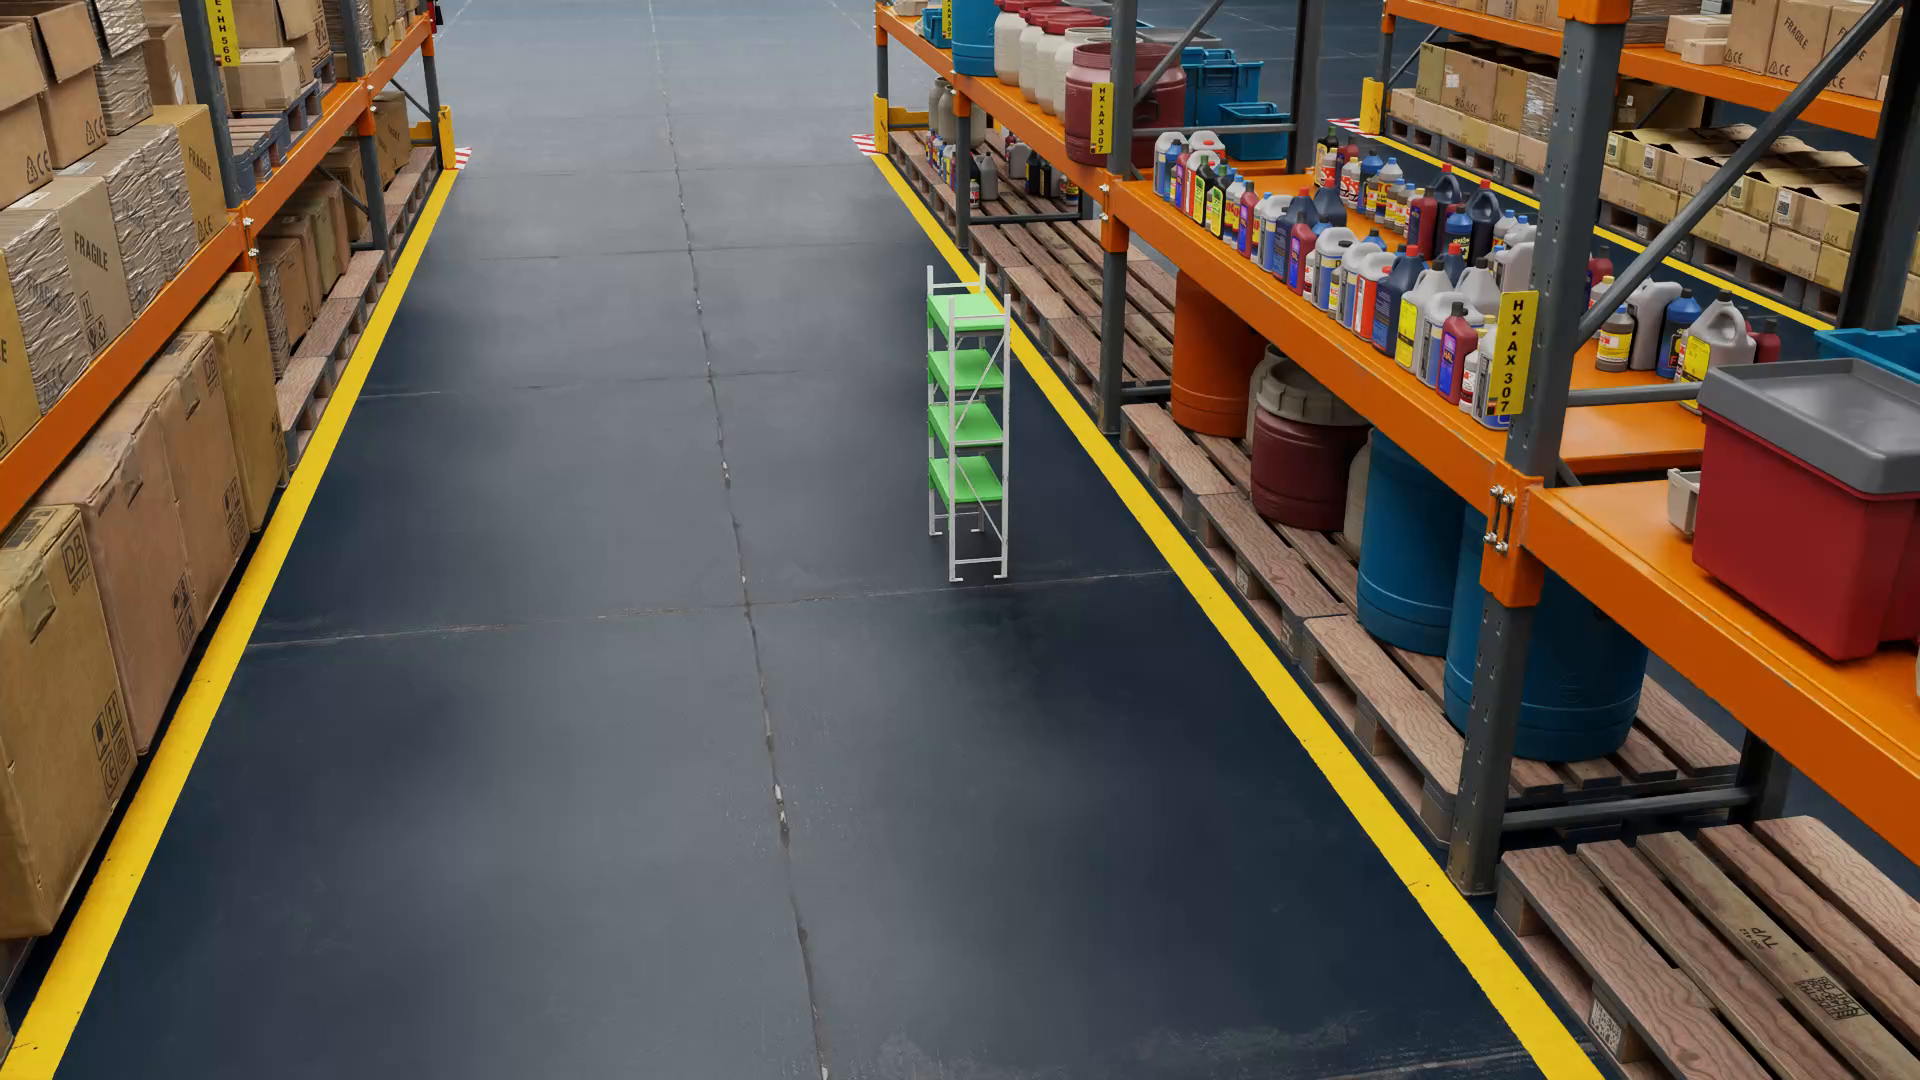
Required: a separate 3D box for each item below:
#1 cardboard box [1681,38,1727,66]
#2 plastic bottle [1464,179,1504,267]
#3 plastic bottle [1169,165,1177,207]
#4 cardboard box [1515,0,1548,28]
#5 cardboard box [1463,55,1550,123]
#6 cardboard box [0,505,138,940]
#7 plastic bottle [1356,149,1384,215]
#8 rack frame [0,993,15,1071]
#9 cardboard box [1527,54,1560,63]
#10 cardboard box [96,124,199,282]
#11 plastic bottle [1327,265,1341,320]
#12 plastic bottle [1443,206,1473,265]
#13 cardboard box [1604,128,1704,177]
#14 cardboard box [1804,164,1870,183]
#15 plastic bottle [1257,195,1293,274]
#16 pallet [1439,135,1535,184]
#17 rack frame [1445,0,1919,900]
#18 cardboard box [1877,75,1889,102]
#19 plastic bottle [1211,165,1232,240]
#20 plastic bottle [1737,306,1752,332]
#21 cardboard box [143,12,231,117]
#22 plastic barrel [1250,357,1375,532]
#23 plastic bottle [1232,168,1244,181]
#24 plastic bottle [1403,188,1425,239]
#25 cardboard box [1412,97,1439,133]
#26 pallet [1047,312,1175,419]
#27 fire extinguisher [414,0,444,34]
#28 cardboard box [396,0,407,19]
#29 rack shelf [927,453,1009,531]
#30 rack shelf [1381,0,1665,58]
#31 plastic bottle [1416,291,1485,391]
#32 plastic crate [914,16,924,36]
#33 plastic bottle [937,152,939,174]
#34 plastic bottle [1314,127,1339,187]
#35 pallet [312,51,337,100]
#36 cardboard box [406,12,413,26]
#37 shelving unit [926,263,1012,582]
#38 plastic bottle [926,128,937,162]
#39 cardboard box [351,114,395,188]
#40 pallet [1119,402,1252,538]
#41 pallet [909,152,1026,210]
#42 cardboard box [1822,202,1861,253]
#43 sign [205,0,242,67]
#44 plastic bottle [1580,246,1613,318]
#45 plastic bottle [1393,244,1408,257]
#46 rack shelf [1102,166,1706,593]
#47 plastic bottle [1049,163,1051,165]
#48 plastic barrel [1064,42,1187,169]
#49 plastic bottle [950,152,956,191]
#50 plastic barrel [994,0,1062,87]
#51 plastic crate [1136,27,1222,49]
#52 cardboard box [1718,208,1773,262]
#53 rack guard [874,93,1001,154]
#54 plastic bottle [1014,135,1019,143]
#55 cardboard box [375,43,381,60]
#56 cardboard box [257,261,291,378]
[{"bbox_3d":[5.302,-3.421,11.648,0.380,0.149,0.250,-4,24,-10],"label":"cardboard box"},{"bbox_3d":[1.963,-1.170,6.243,0.144,0.351,0.185,-4,24,-10],"label":"plastic bottle"},{"bbox_3d":[0.985,-1.590,7.390,0.097,0.201,0.097,0,24,0],"label":"plastic bottle"},{"bbox_3d":[5.058,-4.524,13.735,0.700,0.500,0.500,-4,24,-9],"label":"cardboard box"},{"bbox_3d":[4.754,-3.931,14.477,0.500,0.500,0.500,-4,24,-10],"label":"cardboard box"},{"bbox_3d":[-3.056,0.510,4.464,1.225,0.875,0.875,-4,24,-10],"label":"cardboard box"},{"bbox_3d":[1.786,-1.560,7.235,0.097,0.271,0.097,0,24,0],"label":"plastic bottle"},{"bbox_3d":[-2.918,-0.021,3.550,1.000,3.000,0.127,-4,24,-10],"label":"rack frame"},{"bbox_3d":[5.281,-3.971,14.568,0.500,0.500,0.500,-4,24,-10],"label":"cardboard box"},{"bbox_3d":[-3.237,-1.268,6.280,0.500,0.500,0.500,-5,24,-10],"label":"cardboard box"},{"bbox_3d":[1.325,-0.866,5.734,0.097,0.201,0.097,0,24,0],"label":"plastic bottle"},{"bbox_3d":[1.852,-1.108,6.199,0.097,0.271,0.097,0,24,0],"label":"plastic bottle"},{"bbox_3d":[5.170,-2.908,12.370,0.500,0.311,0.500,-4,24,-10],"label":"cardboard box"},{"bbox_3d":[5.977,-2.352,11.098,0.500,0.311,0.500,-5,24,-10],"label":"cardboard box"},{"bbox_3d":[1.229,-1.164,6.323,0.152,0.276,0.135,-4,24,-10],"label":"plastic bottle"},{"bbox_3d":[5.004,-3.418,14.813,1.003,0.211,1.213,-4,24,-10],"label":"pallet"},{"bbox_3d":[1.949,-0.388,4.389,1.000,3.000,0.127,-4,24,-10],"label":"rack frame"},{"bbox_3d":[5.787,-2.708,10.017,0.380,0.149,0.250,-3,24,-6],"label":"cardboard box"},{"bbox_3d":[1.080,-1.384,6.818,0.061,0.283,0.133,-4,24,-10],"label":"plastic bottle"},{"bbox_3d":[2.276,-0.562,4.936,0.061,0.283,0.133,-4,24,-10],"label":"plastic bottle"},{"bbox_3d":[-3.998,-2.254,8.014,0.700,0.500,0.500,-1,24,-2],"label":"cardboard box"},{"bbox_3d":[1.526,-0.413,6.936,0.600,0.588,0.708,-4,24,-10],"label":"plastic barrel"},{"bbox_3d":[1.177,-1.510,7.208,0.097,0.201,0.097,0,24,0],"label":"plastic bottle"},{"bbox_3d":[1.876,-1.337,6.811,0.097,0.201,0.097,0,24,0],"label":"plastic bottle"},{"bbox_3d":[4.576,-3.981,15.529,0.500,0.250,0.500,-4,24,-10],"label":"cardboard box"},{"bbox_3d":[1.105,-0.991,9.254,1.003,0.211,1.213,-4,24,-10],"label":"pallet"},{"bbox_3d":[-4.705,-4.785,14.554,0.296,0.674,0.183,-4,24,-10],"label":"fire extinguisher"},{"bbox_3d":[-4.802,-4.317,12.890,0.875,0.500,0.500,-4,24,-10],"label":"cardboard box"},{"bbox_3d":[0.031,-0.206,6.982,0.258,0.148,0.480,-4,24,-10],"label":"rack shelf"},{"bbox_3d":[4.969,-4.356,14.376,1.077,0.370,4.000,-4,24,-10],"label":"rack shelf"},{"bbox_3d":[1.491,-0.605,5.044,0.152,0.276,0.135,-4,24,-10],"label":"plastic bottle"},{"bbox_3d":[-0.079,-4.033,13.067,0.530,0.136,0.437,-4,24,-10],"label":"plastic crate"},{"bbox_3d":[-0.140,-3.077,13.495,0.097,0.201,0.097,0,24,0],"label":"plastic bottle"},{"bbox_3d":[1.704,-1.780,7.723,0.061,0.283,0.133,-4,24,-10],"label":"plastic bottle"},{"bbox_3d":[-4.399,-2.768,10.080,1.003,0.211,1.213,-4,24,-10],"label":"pallet"},{"bbox_3d":[-4.739,-4.336,13.744,0.380,0.149,0.250,-4,24,-10],"label":"cardboard box"},{"bbox_3d":[0.031,-0.485,6.861,0.258,1.200,0.503,-4,24,-10],"label":"shelving unit"},{"bbox_3d":[-0.241,-3.323,13.969,0.097,0.271,0.097,0,24,0],"label":"plastic bottle"},{"bbox_3d":[-4.797,-3.061,13.109,0.500,0.500,0.500,-2,24,-5],"label":"cardboard box"},{"bbox_3d":[1.397,-0.376,7.847,1.003,0.211,1.213,-4,24,-10],"label":"pallet"},{"bbox_3d":[0.158,-3.004,13.865,1.003,0.211,1.213,-4,24,-10],"label":"pallet"},{"bbox_3d":[5.637,-1.907,10.079,0.500,0.311,0.500,-5,24,-11],"label":"cardboard box"},{"bbox_3d":[-3.113,-2.167,7.018,0.100,0.325,0.005,-4,24,-10],"label":"sign"},{"bbox_3d":[2.137,-0.859,5.615,0.061,0.283,0.133,-4,24,-10],"label":"plastic bottle"},{"bbox_3d":[1.492,-0.871,5.658,0.097,0.271,0.097,0,24,0],"label":"plastic bottle"},{"bbox_3d":[1.580,-0.845,6.335,1.077,0.370,4.000,-4,24,-10],"label":"rack shelf"},{"bbox_3d":[0.729,-2.870,12.834,0.144,0.351,0.185,-4,24,-8],"label":"plastic bottle"},{"bbox_3d":[0.826,-2.183,8.331,0.600,0.536,0.708,-4,24,-10],"label":"plastic barrel"},{"bbox_3d":[-0.039,-2.859,12.894,0.061,0.283,0.133,-3,24,-6],"label":"plastic bottle"},{"bbox_3d":[0.432,-3.204,10.668,0.433,0.535,0.433,0,24,0],"label":"plastic barrel"},{"bbox_3d":[1.212,-2.648,9.486,0.402,0.464,0.583,-4,24,-10],"label":"plastic crate"},{"bbox_3d":[5.455,-2.050,11.107,0.500,0.250,0.500,-4,24,-9],"label":"cardboard box"},{"bbox_3d":[-0.209,-3.936,15.637,1.175,0.500,0.348,-4,24,-10],"label":"rack guard"},{"bbox_3d":[0.521,-3.270,13.843,0.152,0.276,0.135,-4,24,-9],"label":"plastic bottle"},{"bbox_3d":[-4.304,-3.453,11.721,0.380,0.149,0.250,-4,24,-10],"label":"cardboard box"},{"bbox_3d":[-3.916,-1.130,8.662,0.700,0.500,0.500,-6,24,-14],"label":"cardboard box"}]
